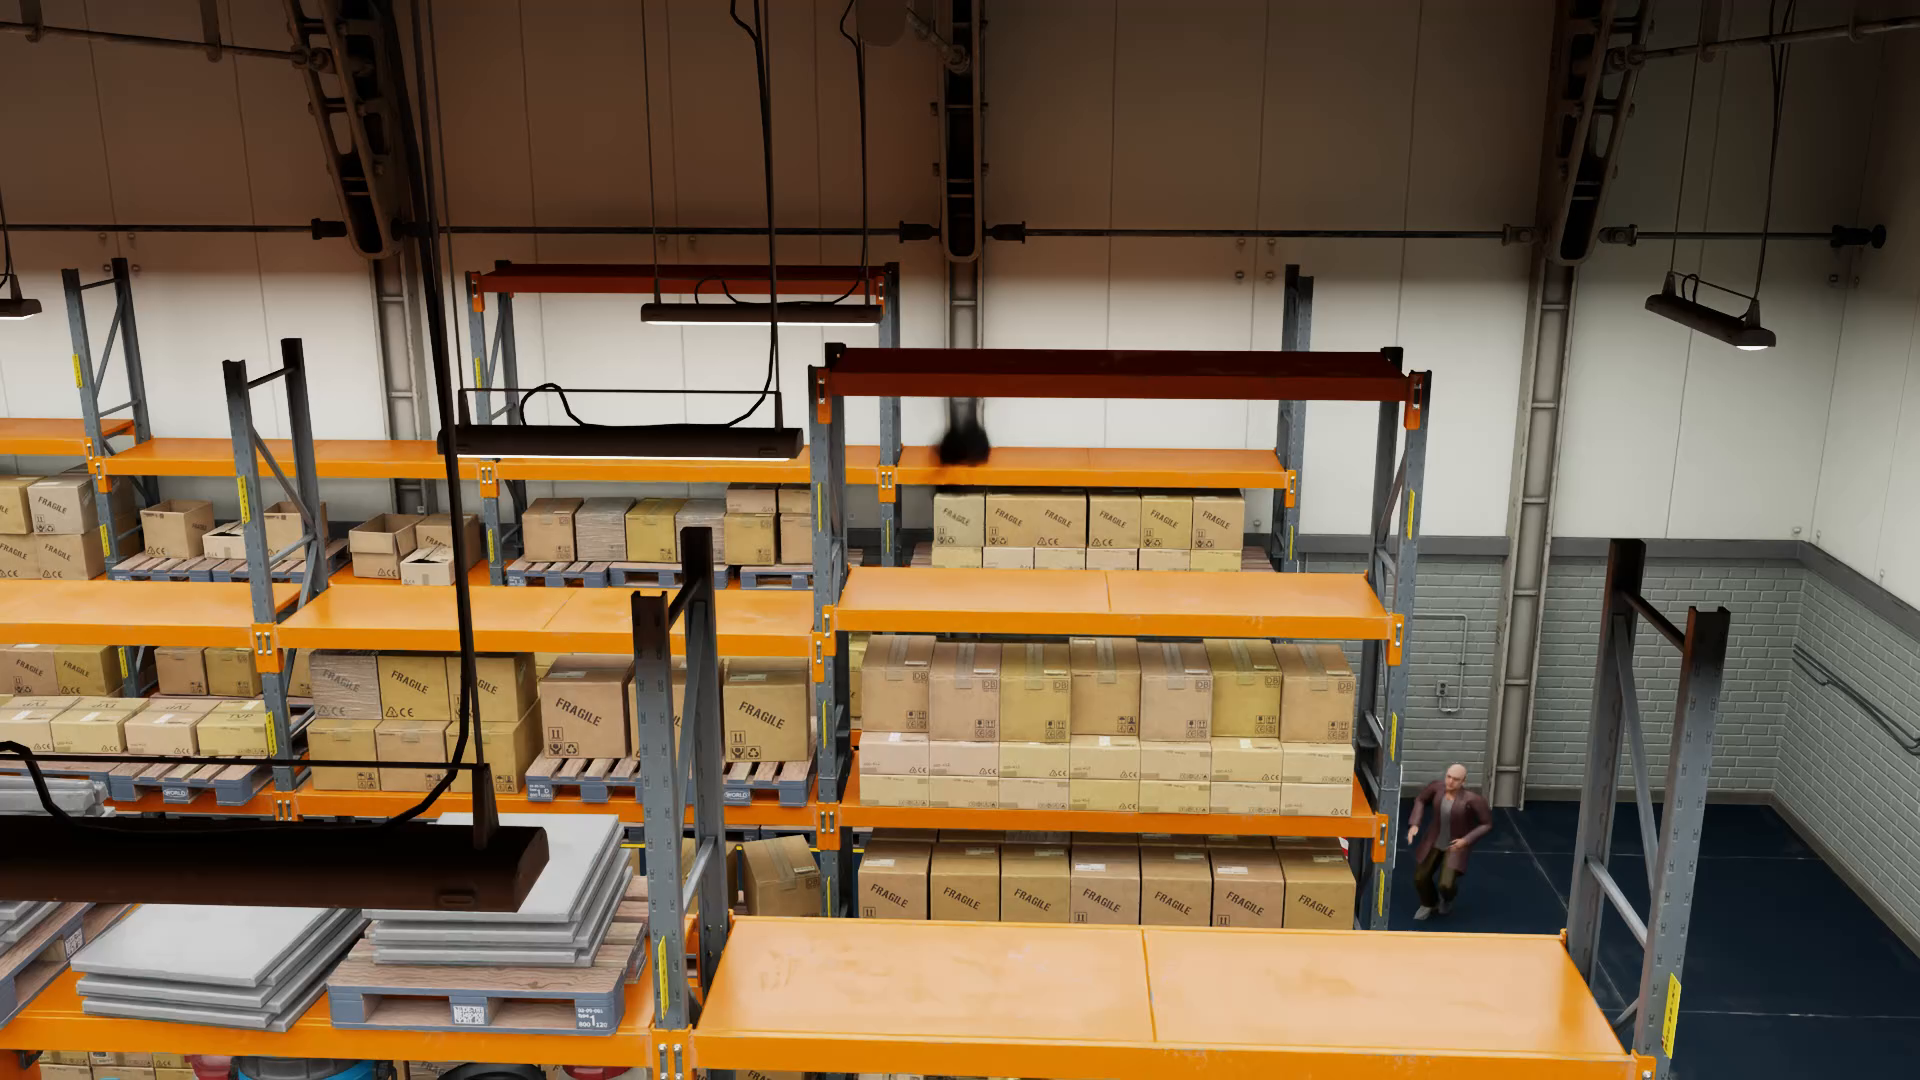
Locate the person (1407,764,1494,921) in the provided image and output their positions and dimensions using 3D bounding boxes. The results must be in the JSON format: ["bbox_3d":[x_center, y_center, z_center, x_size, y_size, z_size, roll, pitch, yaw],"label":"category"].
[{"bbox_3d":[4.622,2.886,15.724,0.786,1.683,0.574,11,19,32],"label":"person"}]
